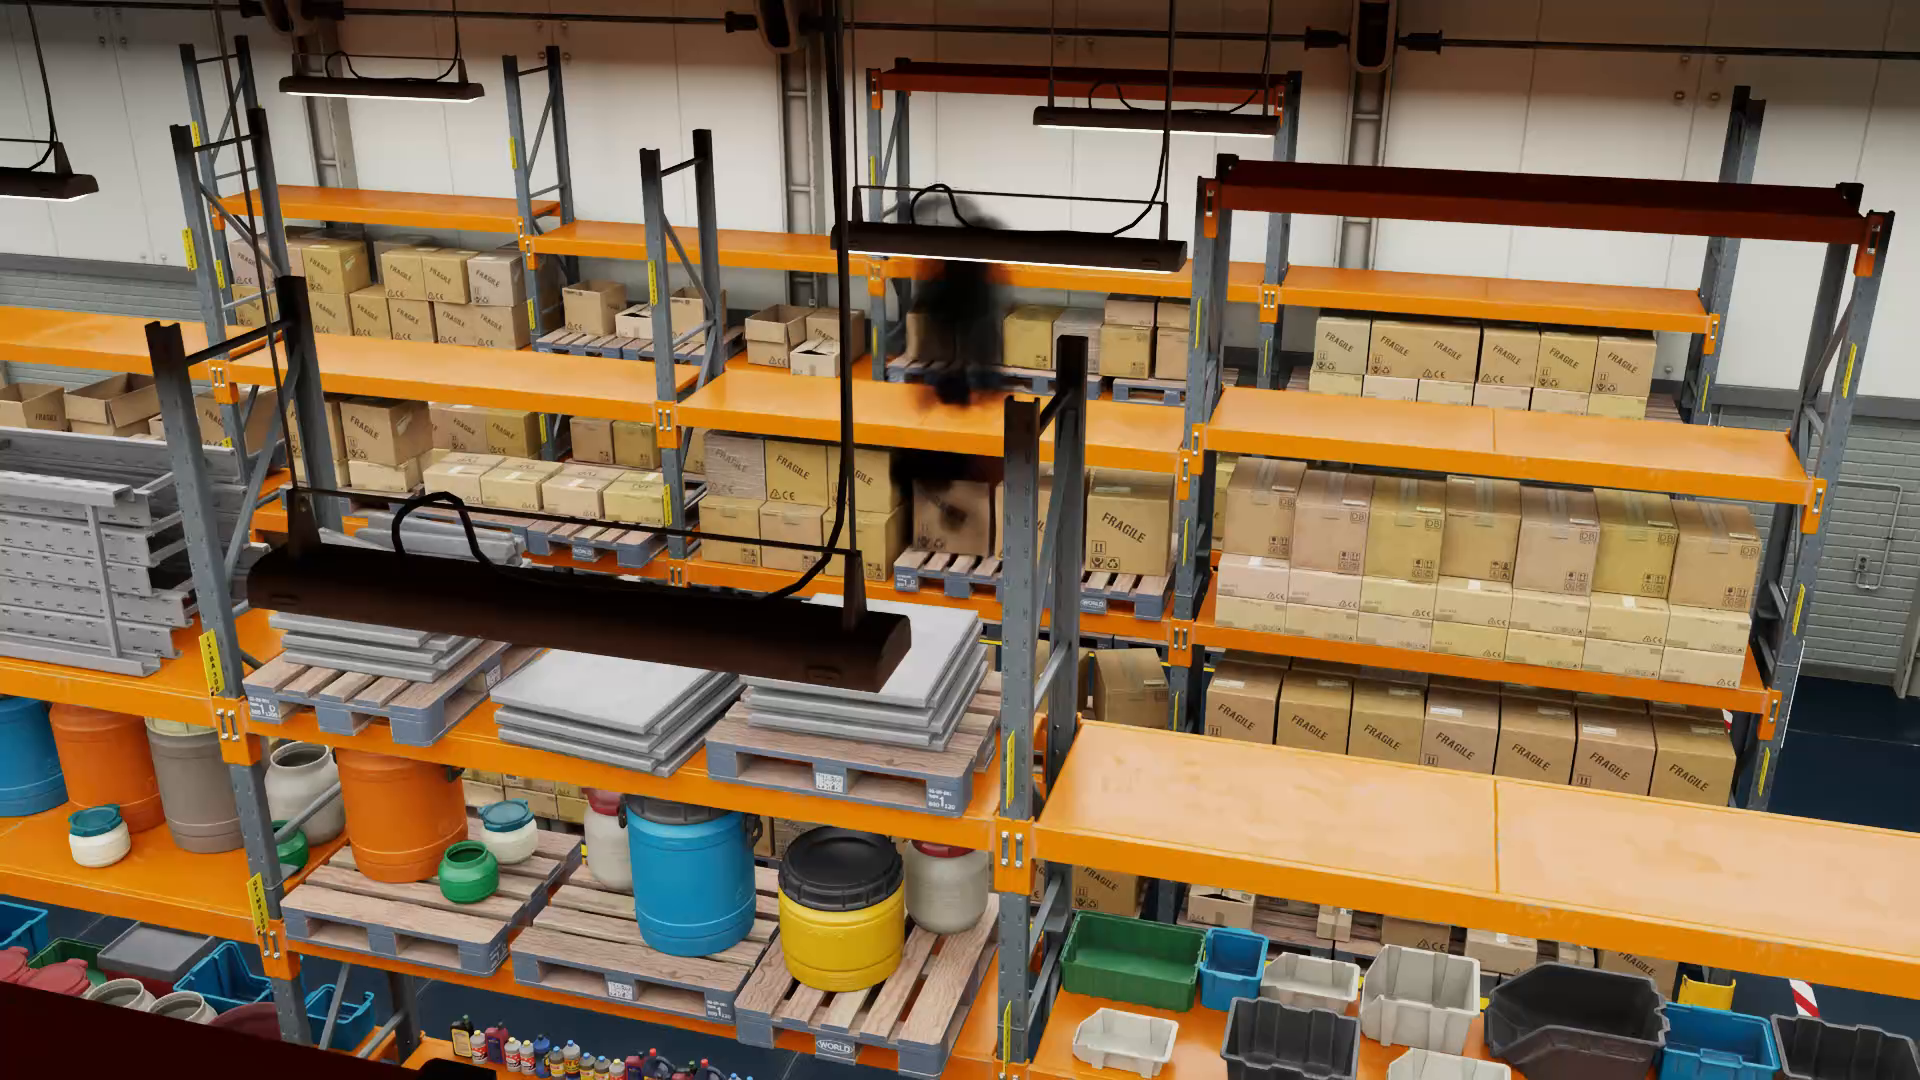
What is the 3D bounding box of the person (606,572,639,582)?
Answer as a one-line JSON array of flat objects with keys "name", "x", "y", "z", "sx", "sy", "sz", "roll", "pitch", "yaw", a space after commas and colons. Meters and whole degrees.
[{"name": "person", "x": -3.346, "y": 0.888, "z": 16.364, "sx": 0.584, "sy": 1.747, "sz": 0.660, "roll": 3, "pitch": 23, "yaw": 7}]
